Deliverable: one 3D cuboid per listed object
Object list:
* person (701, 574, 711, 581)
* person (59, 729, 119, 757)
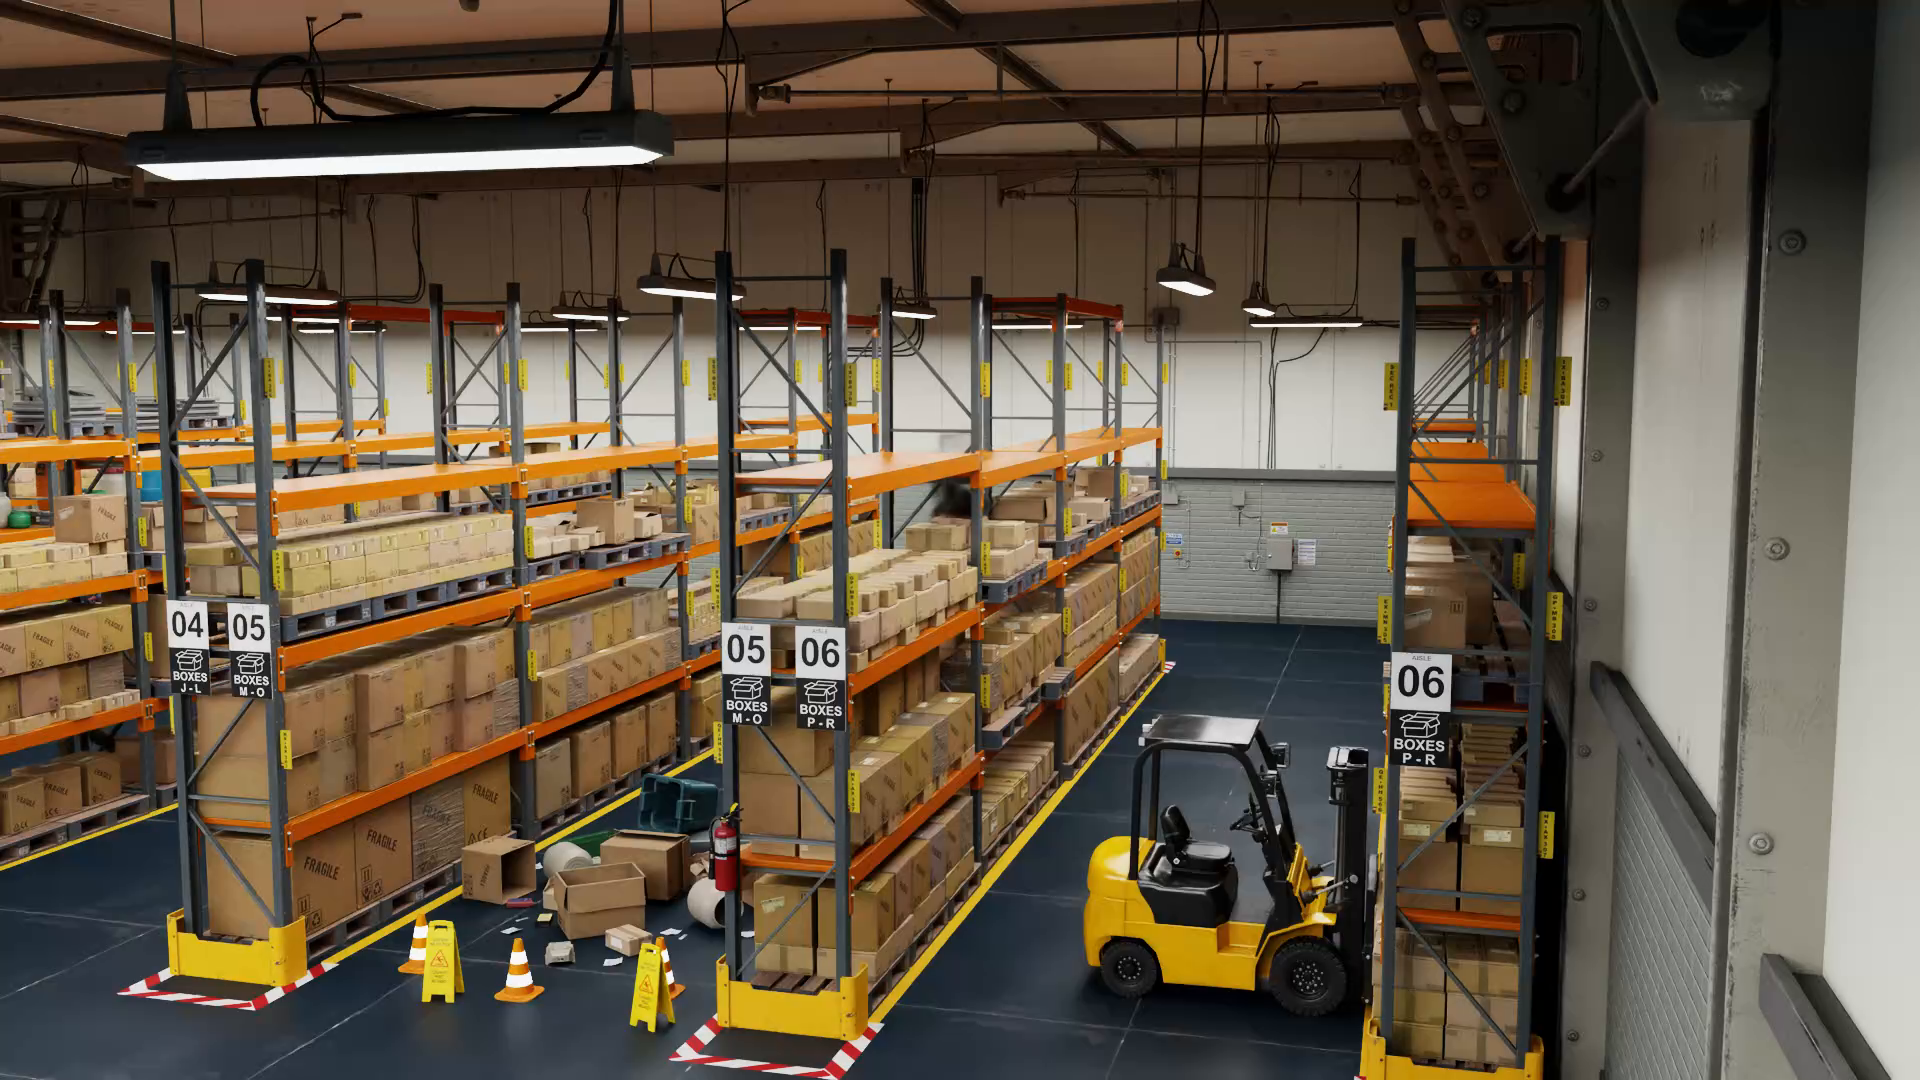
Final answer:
[{"bbox_3d":[-4.240,1.408,27.799,0.550,1.711,0.822,2,6,16],"label":"person"},{"bbox_3d":[-11.028,2.095,20.850,0.709,1.663,1.048,2,6,17],"label":"person"}]
